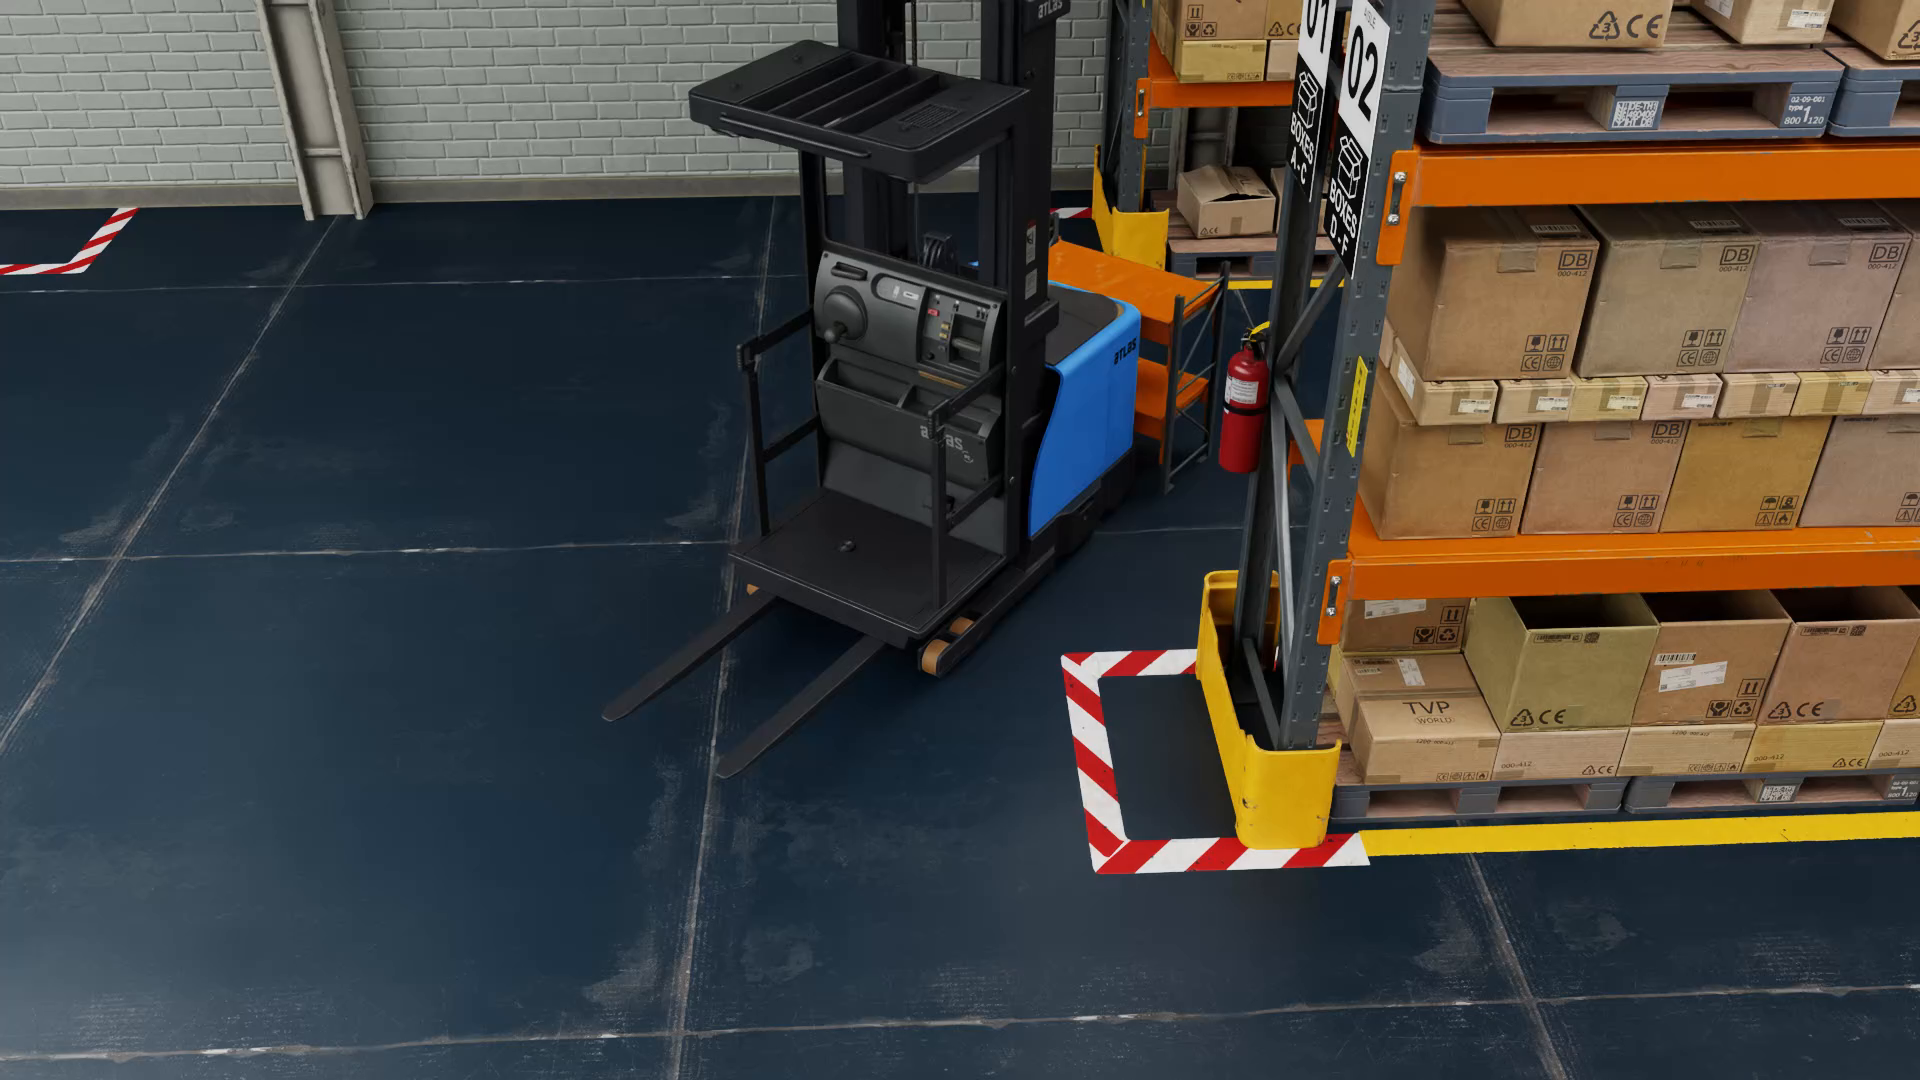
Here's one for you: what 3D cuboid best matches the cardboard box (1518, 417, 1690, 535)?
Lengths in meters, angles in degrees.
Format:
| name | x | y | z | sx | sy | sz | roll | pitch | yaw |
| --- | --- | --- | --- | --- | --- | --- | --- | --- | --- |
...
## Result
| name | x | y | z | sx | sy | sz | roll | pitch | yaw |
| --- | --- | --- | --- | --- | --- | --- | --- | --- | --- |
| cardboard box | 2.260 | -0.422 | 6.137 | 0.500 | 0.500 | 0.700 | -1 | 35 | -1 |

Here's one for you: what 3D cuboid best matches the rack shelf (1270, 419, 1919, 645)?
| name | x | y | z | sx | sy | sz | roll | pitch | yaw |
| --- | --- | --- | --- | --- | --- | --- | --- | --- | --- |
| rack shelf | 3.266 | -0.117 | 6.415 | 4.000 | 0.370 | 1.077 | -2 | 35 | -2 |

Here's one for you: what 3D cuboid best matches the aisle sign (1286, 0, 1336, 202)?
| name | x | y | z | sx | sy | sz | roll | pitch | yaw |
| --- | --- | --- | --- | --- | --- | --- | --- | --- | --- |
| aisle sign | 1.189 | -1.593 | 5.632 | 0.004 | 0.787 | 0.394 | -2 | 35 | -2 |

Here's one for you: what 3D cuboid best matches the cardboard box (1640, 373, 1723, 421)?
| name | x | y | z | sx | sy | sz | roll | pitch | yaw |
| --- | --- | --- | --- | --- | --- | --- | --- | --- | --- |
| cardboard box | 2.436 | -0.575 | 5.787 | 0.250 | 0.149 | 0.380 | -2 | 35 | -3 |

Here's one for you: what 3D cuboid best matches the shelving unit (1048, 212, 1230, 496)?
| name | x | y | z | sx | sy | sz | roll | pitch | yaw |
| --- | --- | --- | --- | --- | --- | --- | --- | --- | --- |
| shelving unit | 0.776 | -0.981 | 8.678 | 1.048 | 1.125 | 0.538 | 22 | 40 | 29 |

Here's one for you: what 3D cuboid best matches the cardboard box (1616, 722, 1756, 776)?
| name | x | y | z | sx | sy | sz | roll | pitch | yaw |
| --- | --- | --- | --- | --- | --- | --- | --- | --- | --- |
| cardboard box | 2.813 | 0.682 | 6.676 | 0.500 | 0.250 | 0.500 | -2 | 35 | -2 |

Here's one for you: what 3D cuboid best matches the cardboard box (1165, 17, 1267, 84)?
| name | x | y | z | sx | sy | sz | roll | pitch | yaw |
| --- | --- | --- | --- | --- | --- | --- | --- | --- | --- |
| cardboard box | 1.533 | -2.954 | 9.997 | 0.500 | 0.250 | 0.500 | -3 | 35 | -4 |

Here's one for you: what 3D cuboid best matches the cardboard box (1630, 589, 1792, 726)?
| name | x | y | z | sx | sy | sz | roll | pitch | yaw |
| --- | --- | --- | --- | --- | --- | --- | --- | --- | --- |
| cardboard box | 2.813 | 0.367 | 6.472 | 0.500 | 0.500 | 0.500 | -2 | 35 | -2 |

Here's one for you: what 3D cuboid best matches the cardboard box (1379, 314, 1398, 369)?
| name | x | y | z | sx | sy | sz | roll | pitch | yaw |
| --- | --- | --- | --- | --- | --- | --- | --- | --- | --- |
| cardboard box | 1.641 | -0.785 | 6.091 | 0.250 | 0.149 | 0.380 | -2 | 35 | -3 |

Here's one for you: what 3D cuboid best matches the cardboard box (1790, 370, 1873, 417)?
| name | x | y | z | sx | sy | sz | roll | pitch | yaw |
| --- | --- | --- | --- | --- | --- | --- | --- | --- | --- |
| cardboard box | 2.957 | -0.591 | 5.810 | 0.250 | 0.149 | 0.380 | -2 | 35 | -3 |

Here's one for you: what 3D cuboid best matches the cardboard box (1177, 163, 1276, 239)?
| name | x | y | z | sx | sy | sz | roll | pitch | yaw |
| --- | --- | --- | --- | --- | --- | --- | --- | --- | --- |
| cardboard box | 1.726 | -2.218 | 10.795 | 0.500 | 0.311 | 0.500 | -5 | 35 | -8 |

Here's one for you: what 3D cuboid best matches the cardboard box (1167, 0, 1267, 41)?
| name | x | y | z | sx | sy | sz | roll | pitch | yaw |
| --- | --- | --- | --- | --- | --- | --- | --- | --- | --- |
| cardboard box | 1.521 | -3.272 | 9.797 | 0.500 | 0.500 | 0.500 | -1 | 35 | -2 |

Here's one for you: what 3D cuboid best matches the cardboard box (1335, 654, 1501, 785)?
| name | x | y | z | sx | sy | sz | roll | pitch | yaw |
| --- | --- | --- | --- | --- | --- | --- | --- | --- | --- |
| cardboard box | 1.815 | 0.711 | 6.634 | 0.500 | 0.250 | 0.500 | -2 | 35 | -2 |

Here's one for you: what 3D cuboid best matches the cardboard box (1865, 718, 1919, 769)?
| name | x | y | z | sx | sy | sz | roll | pitch | yaw |
| --- | --- | --- | --- | --- | --- | --- | --- | --- | --- |
| cardboard box | 3.812 | 0.658 | 6.711 | 0.500 | 0.250 | 0.500 | -2 | 35 | -2 |

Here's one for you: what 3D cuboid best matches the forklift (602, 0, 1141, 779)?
| name | x | y | z | sx | sy | sz | roll | pitch | yaw |
| --- | --- | --- | --- | --- | --- | --- | --- | --- | --- |
| forklift | -0.351 | -0.908 | 6.987 | 1.130 | 2.935 | 3.031 | 21 | 40 | 27 |

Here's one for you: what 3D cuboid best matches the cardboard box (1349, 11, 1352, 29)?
| name | x | y | z | sx | sy | sz | roll | pitch | yaw |
| --- | --- | --- | --- | --- | --- | --- | --- | --- | --- |
| cardboard box | 2.532 | -3.290 | 9.823 | 0.500 | 0.500 | 0.500 | -3 | 35 | -4 |

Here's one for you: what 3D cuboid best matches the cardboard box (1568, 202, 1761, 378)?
| name | x | y | z | sx | sy | sz | roll | pitch | yaw |
| --- | --- | --- | --- | --- | --- | --- | --- | --- | --- |
| cardboard box | 2.313 | -0.958 | 5.770 | 0.500 | 0.500 | 0.700 | -2 | 35 | -3 |

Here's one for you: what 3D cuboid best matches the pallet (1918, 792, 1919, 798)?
| name | x | y | z | sx | sy | sz | roll | pitch | yaw |
| --- | --- | --- | --- | --- | --- | --- | --- | --- | --- |
| pallet | 4.468 | 0.677 | 7.086 | 1.213 | 0.211 | 1.003 | -2 | 35 | -2 |

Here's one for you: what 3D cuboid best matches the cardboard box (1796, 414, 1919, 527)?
| name | x | y | z | sx | sy | sz | roll | pitch | yaw |
| --- | --- | --- | --- | --- | --- | --- | --- | --- | --- |
| cardboard box | 3.282 | -0.449 | 6.175 | 0.500 | 0.500 | 0.700 | -1 | 35 | -1 |

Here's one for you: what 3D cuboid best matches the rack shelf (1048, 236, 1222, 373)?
| name | x | y | z | sx | sy | sz | roll | pitch | yaw |
| --- | --- | --- | --- | --- | --- | --- | --- | --- | --- |
| rack shelf | 0.776 | -1.221 | 8.512 | 1.000 | 0.278 | 0.538 | 22 | 40 | 29 |

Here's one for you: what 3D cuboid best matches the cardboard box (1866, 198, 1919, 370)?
| name | x | y | z | sx | sy | sz | roll | pitch | yaw |
| --- | --- | --- | --- | --- | --- | --- | --- | --- | --- |
| cardboard box | 3.317 | -0.985 | 5.810 | 0.500 | 0.500 | 0.700 | -2 | 35 | -2 |

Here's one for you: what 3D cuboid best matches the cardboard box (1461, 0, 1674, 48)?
| name | x | y | z | sx | sy | sz | roll | pitch | yaw |
| --- | --- | --- | --- | --- | --- | --- | --- | --- | --- |
| cardboard box | 1.843 | -1.878 | 5.109 | 0.637 | 0.503 | 0.797 | 1 | 35 | 1 |

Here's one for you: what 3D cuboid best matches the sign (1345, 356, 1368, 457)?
| name | x | y | z | sx | sy | sz | roll | pitch | yaw |
| --- | --- | --- | --- | --- | --- | --- | --- | --- | --- |
| sign | 1.289 | -0.432 | 5.408 | 0.005 | 0.325 | 0.100 | -2 | 35 | -2 |

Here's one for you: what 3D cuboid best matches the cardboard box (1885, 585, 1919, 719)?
| name | x | y | z | sx | sy | sz | roll | pitch | yaw |
| --- | --- | --- | --- | --- | --- | --- | --- | --- | --- |
| cardboard box | 3.812 | 0.342 | 6.508 | 0.500 | 0.500 | 0.500 | -2 | 35 | -2 |

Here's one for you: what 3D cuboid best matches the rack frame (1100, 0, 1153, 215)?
| name | x | y | z | sx | sy | sz | roll | pitch | yaw |
| --- | --- | --- | --- | --- | --- | --- | --- | --- | --- |
| rack frame | 1.030 | -3.175 | 10.202 | 0.127 | 3.000 | 1.000 | -2 | 35 | -2 |

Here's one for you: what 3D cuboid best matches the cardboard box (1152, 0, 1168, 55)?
| name | x | y | z | sx | sy | sz | roll | pitch | yaw |
| --- | --- | --- | --- | --- | --- | --- | --- | --- | --- |
| cardboard box | 1.488 | -3.244 | 10.416 | 0.500 | 0.250 | 0.500 | -1 | 35 | -2 |

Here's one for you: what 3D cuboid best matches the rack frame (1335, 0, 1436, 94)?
| name | x | y | z | sx | sy | sz | roll | pitch | yaw |
| --- | --- | --- | --- | --- | --- | --- | --- | --- | --- |
| rack frame | 1.268 | -2.826 | 4.426 | 0.127 | 3.000 | 1.000 | -2 | 35 | -2 |

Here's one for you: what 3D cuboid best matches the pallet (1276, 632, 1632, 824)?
| name | x | y | z | sx | sy | sz | roll | pitch | yaw |
| --- | --- | --- | --- | --- | --- | --- | --- | --- | --- |
| pallet | 2.030 | 0.743 | 6.991 | 1.213 | 0.211 | 1.003 | -2 | 35 | -2 |

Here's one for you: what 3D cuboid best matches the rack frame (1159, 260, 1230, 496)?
| name | x | y | z | sx | sy | sz | roll | pitch | yaw |
| --- | --- | --- | --- | --- | --- | --- | --- | --- | --- |
| rack frame | 1.187 | -0.811 | 8.432 | 0.032 | 1.125 | 0.500 | 22 | 40 | 29 |

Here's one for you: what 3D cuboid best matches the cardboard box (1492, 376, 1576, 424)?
| name | x | y | z | sx | sy | sz | roll | pitch | yaw |
| --- | --- | --- | --- | --- | --- | --- | --- | --- | --- |
| cardboard box | 1.934 | -0.564 | 5.771 | 0.250 | 0.149 | 0.380 | -2 | 35 | -3 |

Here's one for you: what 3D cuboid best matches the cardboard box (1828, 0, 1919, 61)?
| name | x | y | z | sx | sy | sz | roll | pitch | yaw |
| --- | --- | --- | --- | --- | --- | --- | --- | --- | --- |
| cardboard box | 2.940 | -1.753 | 4.932 | 0.500 | 0.500 | 0.500 | -2 | 35 | -2 |

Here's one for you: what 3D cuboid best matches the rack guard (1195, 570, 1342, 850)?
| name | x | y | z | sx | sy | sz | roll | pitch | yaw |
| --- | --- | --- | --- | --- | --- | --- | --- | --- | --- |
| rack guard | 1.244 | 0.669 | 6.843 | 0.348 | 0.500 | 1.175 | -2 | 35 | -2 |

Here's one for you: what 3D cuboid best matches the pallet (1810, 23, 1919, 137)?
| name | x | y | z | sx | sy | sz | roll | pitch | yaw |
| --- | --- | --- | --- | --- | --- | --- | --- | --- | --- |
| pallet | 3.198 | -1.595 | 5.361 | 1.213 | 0.211 | 1.003 | -2 | 35 | -2 |

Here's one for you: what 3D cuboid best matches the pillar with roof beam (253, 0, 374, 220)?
| name | x | y | z | sx | sy | sz | roll | pitch | yaw |
| --- | --- | --- | --- | --- | --- | --- | --- | --- | --- |
| pillar with roof beam | -4.101 | -3.543 | 5.463 | 0.400 | 9.000 | 9.100 | -2 | 35 | -2 |

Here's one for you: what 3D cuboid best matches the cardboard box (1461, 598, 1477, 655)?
| name | x | y | z | sx | sy | sz | roll | pitch | yaw |
| --- | --- | --- | --- | --- | --- | --- | --- | --- | --- |
| cardboard box | 2.289 | 0.396 | 7.089 | 0.500 | 0.250 | 0.500 | -2 | 35 | -2 |
